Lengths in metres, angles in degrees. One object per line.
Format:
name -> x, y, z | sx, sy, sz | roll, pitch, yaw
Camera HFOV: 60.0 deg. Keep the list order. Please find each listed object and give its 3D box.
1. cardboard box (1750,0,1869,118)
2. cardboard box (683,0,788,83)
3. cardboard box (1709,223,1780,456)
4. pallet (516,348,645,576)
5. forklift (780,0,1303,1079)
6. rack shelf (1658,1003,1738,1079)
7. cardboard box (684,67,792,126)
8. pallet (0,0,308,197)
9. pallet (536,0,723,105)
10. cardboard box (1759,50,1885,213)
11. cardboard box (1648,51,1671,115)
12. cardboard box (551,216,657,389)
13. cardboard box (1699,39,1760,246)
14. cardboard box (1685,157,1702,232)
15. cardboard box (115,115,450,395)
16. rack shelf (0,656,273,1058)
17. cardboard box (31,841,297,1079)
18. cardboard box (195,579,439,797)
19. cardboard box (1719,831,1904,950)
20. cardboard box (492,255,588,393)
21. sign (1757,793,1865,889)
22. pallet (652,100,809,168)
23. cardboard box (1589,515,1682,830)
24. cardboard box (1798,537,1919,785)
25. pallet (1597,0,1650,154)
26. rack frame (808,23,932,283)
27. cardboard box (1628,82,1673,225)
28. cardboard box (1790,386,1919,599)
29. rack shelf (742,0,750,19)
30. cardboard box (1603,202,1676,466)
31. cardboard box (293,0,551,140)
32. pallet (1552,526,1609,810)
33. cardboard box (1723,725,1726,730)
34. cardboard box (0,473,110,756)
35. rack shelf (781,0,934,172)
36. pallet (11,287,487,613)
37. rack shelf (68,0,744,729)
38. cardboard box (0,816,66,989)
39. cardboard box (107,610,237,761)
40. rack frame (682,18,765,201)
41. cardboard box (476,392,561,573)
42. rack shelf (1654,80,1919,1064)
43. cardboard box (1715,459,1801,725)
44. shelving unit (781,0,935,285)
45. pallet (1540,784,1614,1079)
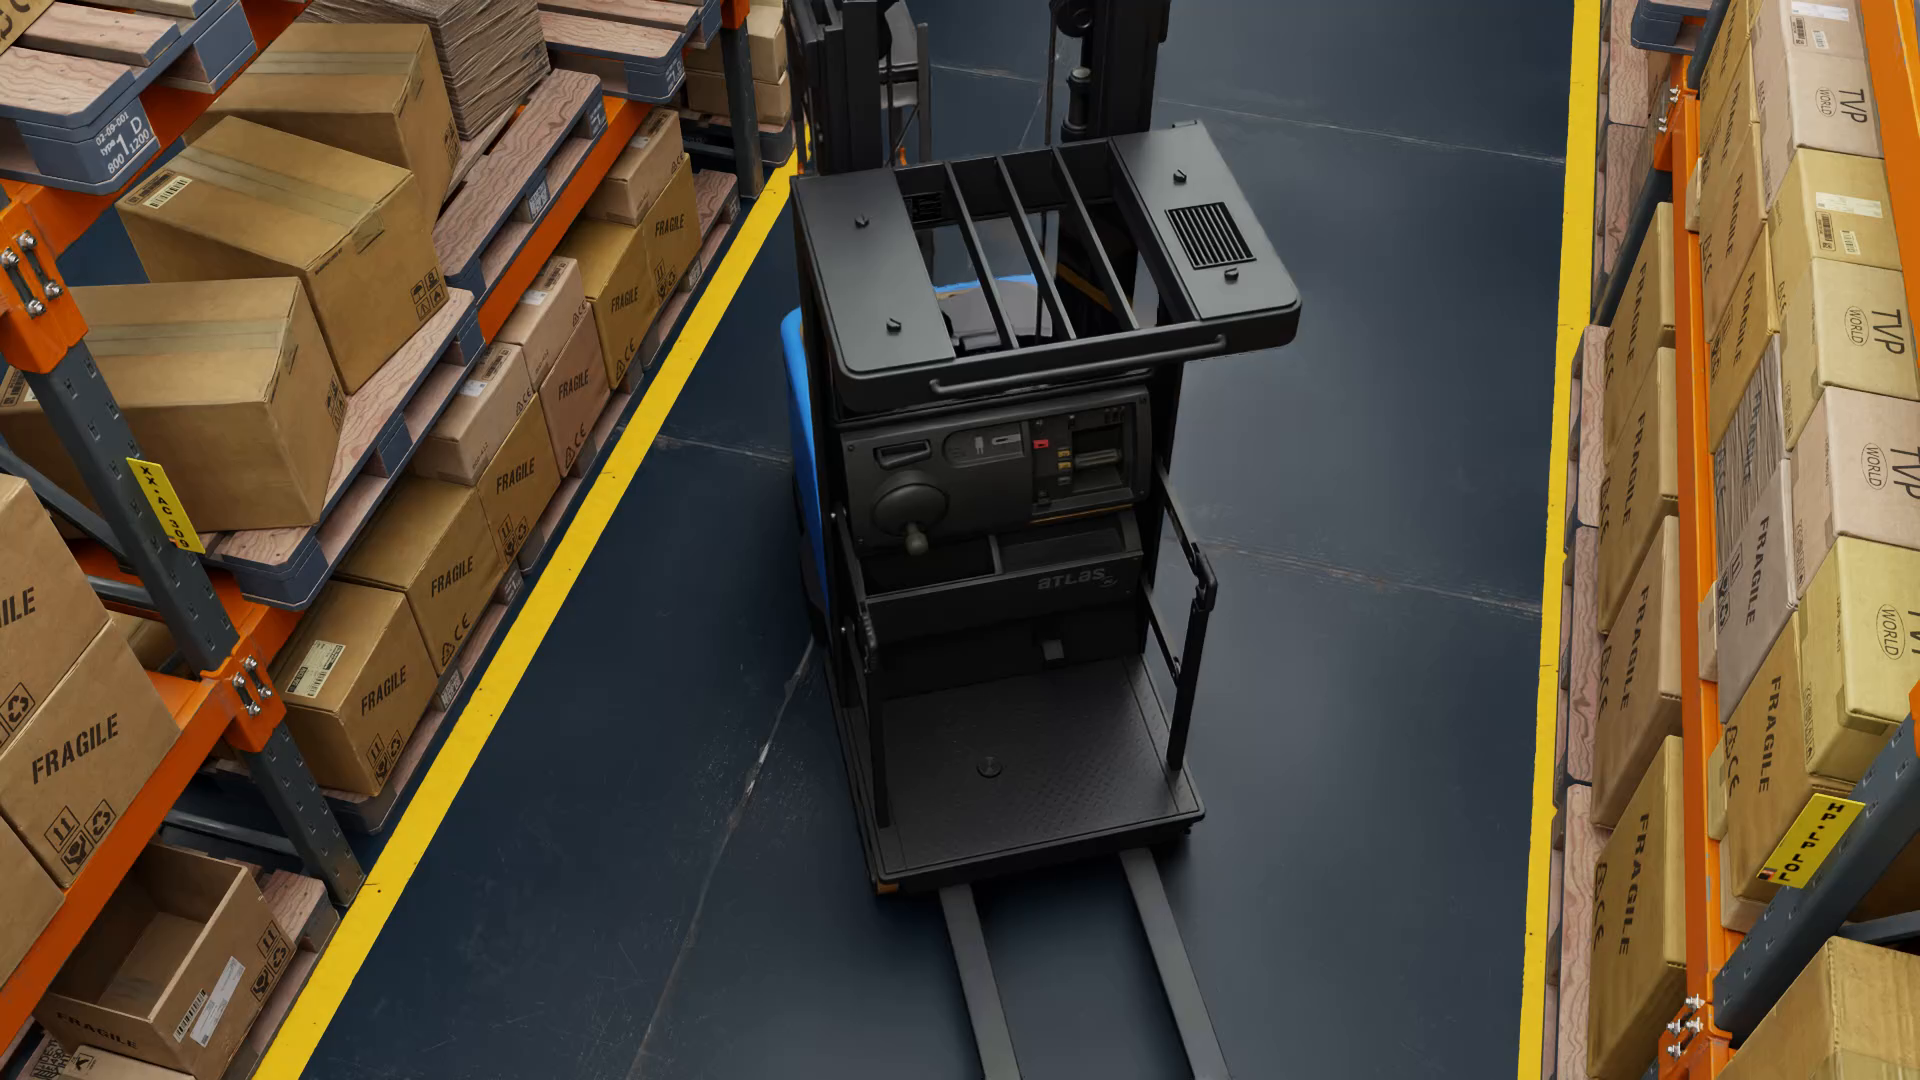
cardboard box -> 2.810, -1.537, 5.246 | 0.500, 0.250, 0.500 | 11, 49, 10
cardboard box -> -1.040, -2.527, 8.078 | 0.500, 0.311, 0.500 | 13, 50, 11
cardboard box -> 2.536, -0.540, 4.866 | 0.500, 0.500, 0.500 | 13, 50, 11
pallet -> -2.017, -0.457, 6.931 | 1.003, 0.211, 1.213 | 12, 50, 10
forklift -> 0.169, -0.098, 4.801 | 1.130, 2.935, 3.031 | -10, 49, -9
rack shelf -> 1.739, 2.761, 2.711 | 1.077, 0.370, 4.000 | 12, 50, 10
cardboard box -> -1.040, -2.342, 8.289 | 0.500, 0.250, 0.500 | 11, 50, 10
pallet -> -2.275, -1.287, 3.928 | 1.213, 0.211, 1.003 | 12, 50, 10
pallet -> -1.572, -2.224, 6.759 | 1.213, 0.211, 1.003 | 12, 50, 10
cardboard box -> 2.682, -1.174, 4.926 | 0.500, 0.250, 0.500 | 12, 50, 10
cardboard box -> 3.809, -2.381, 8.143 | 0.700, 0.500, 0.500 | 11, 50, 10
cardboard box -> -1.618, -1.013, 6.936 | 0.500, 0.500, 0.500 | 10, 49, 9
cardboard box -> 2.797, -1.277, 5.517 | 0.500, 0.500, 0.500 | 13, 50, 11
cardboard box -> 2.782, -1.192, 5.874 | 0.380, 0.149, 0.250 | 13, 50, 11
cardboard box -> -2.054, -0.879, 5.097 | 0.700, 0.500, 0.500 | 19, 51, 16
rack shelf -> -3.041, 1.786, 3.571 | 1.077, 0.370, 4.000 | 12, 50, 10
cardboard box -> -2.390, 1.251, 4.938 | 0.500, 0.500, 0.500 | 12, 50, 10
cardboard box -> -2.152, 0.481, 5.617 | 0.500, 0.500, 0.500 | 10, 49, 8
cardboard box -> 2.082, 0.853, 4.070 | 0.380, 0.149, 0.250 | 12, 50, 10
cardboard box -> -1.757, -0.853, 6.295 | 0.500, 0.250, 0.500 | 11, 49, 9
sign -> 1.740, 0.620, 3.402 | 0.100, 0.325, 0.005 | 12, 50, 10
pallet -> -1.207, -2.457, 8.696 | 1.003, 0.211, 1.213 | 12, 50, 10
cardboard box -> 2.543, 0.510, 5.372 | 0.750, 0.750, 0.750 | 13, 50, 11
cardboard box -> 2.142, 0.302, 3.623 | 0.500, 0.250, 0.500 | 13, 50, 11
pallet -> 3.849, -2.339, 8.592 | 1.003, 0.211, 1.213 | 12, 50, 10
rack frame -> -0.298, -0.924, 6.084 | 0.400, 2.100, 0.015 | -10, 49, -9
cardboard box -> 3.458, -1.666, 7.513 | 0.700, 0.500, 0.500 | 12, 50, 11
cardboard box -> 2.286, -0.066, 3.948 | 0.500, 0.250, 0.500 | 13, 50, 11
rack shelf -> -0.935, -4.000, 8.678 | 1.077, 0.370, 4.000 | 12, 50, 10
cardboard box -> 2.998, -0.738, 6.474 | 0.750, 0.750, 0.750 | 11, 49, 10
cardboard box -> -1.943, -1.862, 5.965 | 0.700, 0.500, 0.500 | 20, 52, 17
pallet -> 2.715, 0.541, 6.051 | 1.003, 0.211, 1.213 | 12, 50, 10
cardboard box -> 2.237, 0.487, 4.393 | 0.380, 0.149, 0.250 | 13, 50, 11
cardboard box -> -2.398, 0.155, 3.798 | 0.500, 0.500, 0.500 | 12, 50, 10
rack shelf -> -0.353, -1.557, 5.727 | 0.431, 0.518, 0.480 | -10, 49, -9
pallet -> -2.199, -0.391, 5.142 | 1.003, 0.211, 1.213 | 12, 50, 10
rack shelf -> -1.988, -1.107, 6.125 | 1.077, 0.370, 4.000 | 12, 50, 10
cardboard box -> -2.533, 0.854, 3.848 | 0.500, 0.500, 0.500 | 13, 50, 11
cardboard box -> -2.661, 0.370, 5.716 | 0.500, 0.500, 0.500 | 11, 50, 10
rack frame -> -1.461, -2.792, 7.132 | 1.000, 3.000, 0.127 | 12, 50, 10
cardboard box -> -1.883, -0.267, 6.277 | 0.500, 0.500, 0.500 | 12, 50, 10
rack shelf -> 2.792, -0.132, 5.265 | 1.077, 0.370, 4.000 | 12, 50, 10
cardboard box -> 2.269, 0.184, 4.228 | 0.500, 0.500, 0.500 | 12, 50, 10
shelving unit -> -0.353, -1.102, 6.241 | 0.431, 2.100, 0.503 | -10, 49, -9
pallet -> 2.396, 1.426, 5.269 | 1.003, 0.211, 1.213 | 12, 50, 10
